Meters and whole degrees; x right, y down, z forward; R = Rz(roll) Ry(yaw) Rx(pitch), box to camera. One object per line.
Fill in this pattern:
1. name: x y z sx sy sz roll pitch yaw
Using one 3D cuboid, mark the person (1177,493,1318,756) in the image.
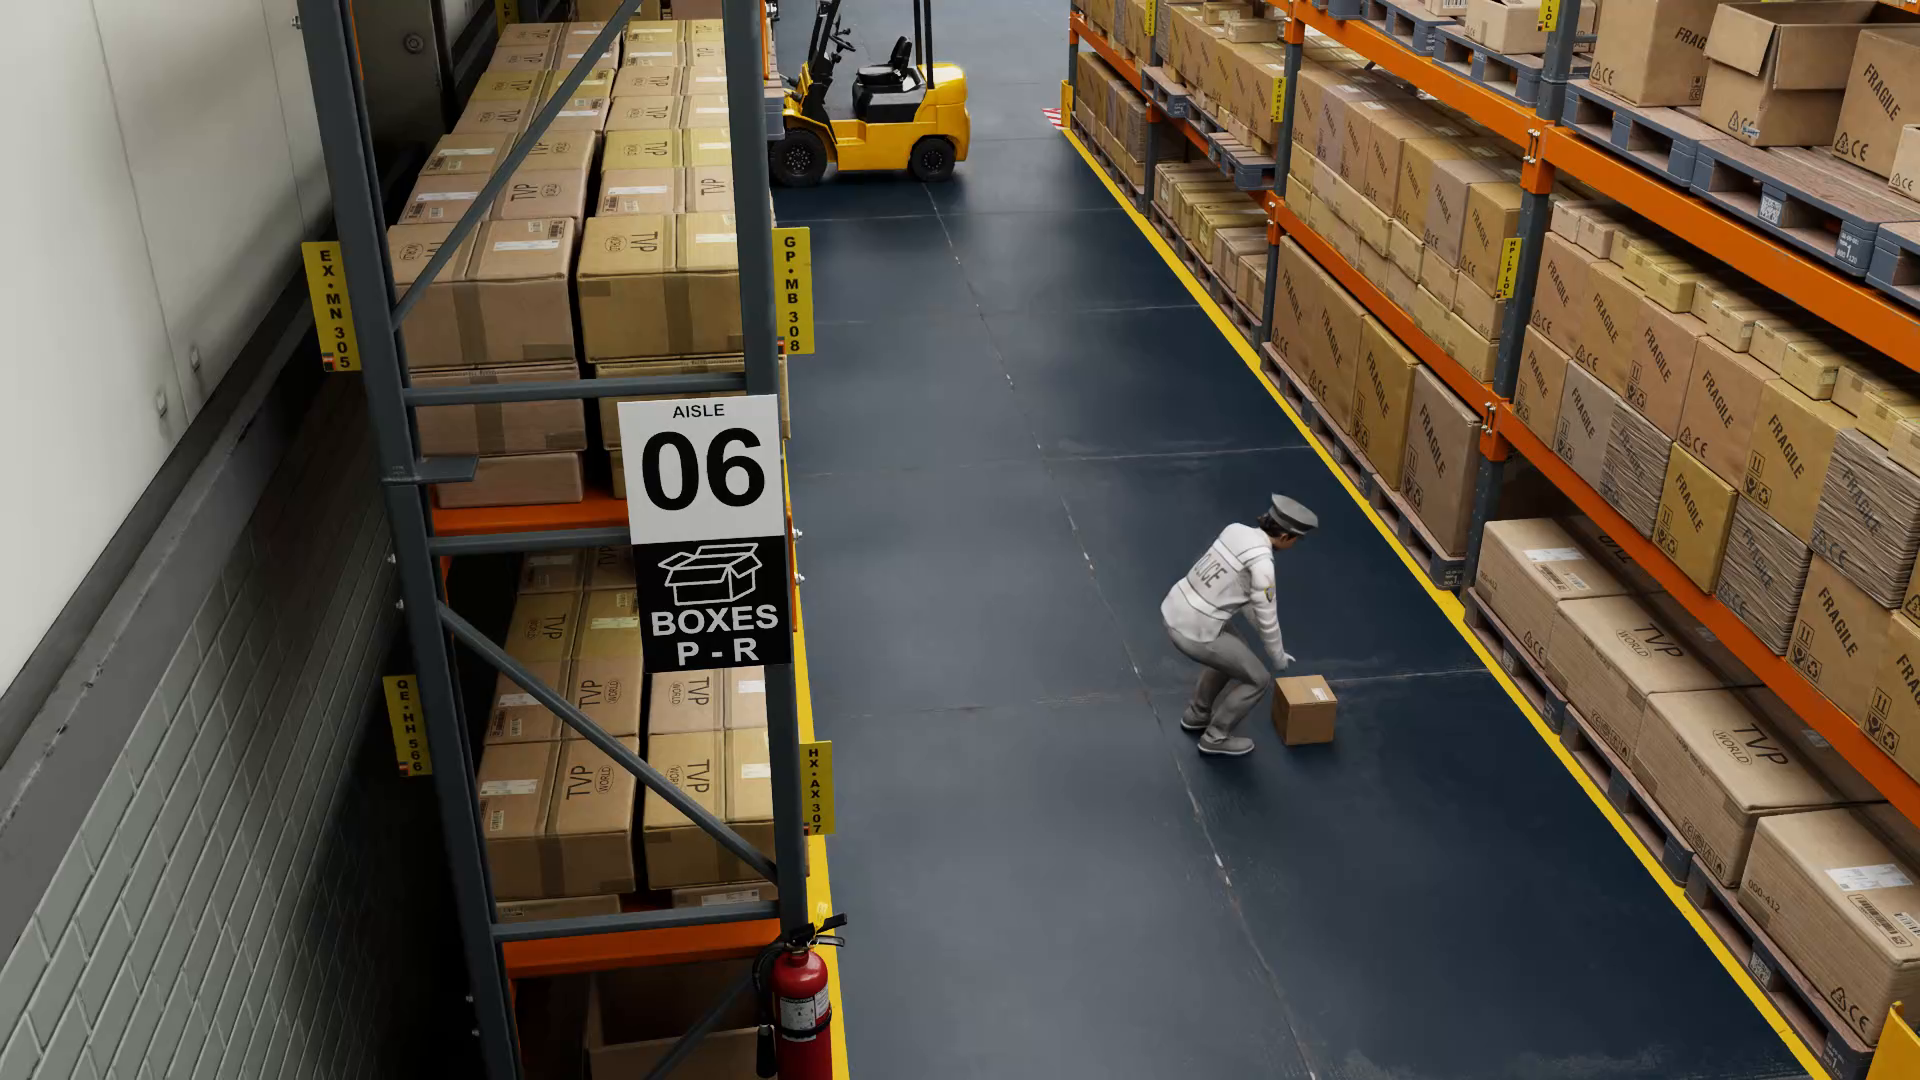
1. person: 1.398 0.413 8.202 0.656 1.320 0.391 -4 28 -7
